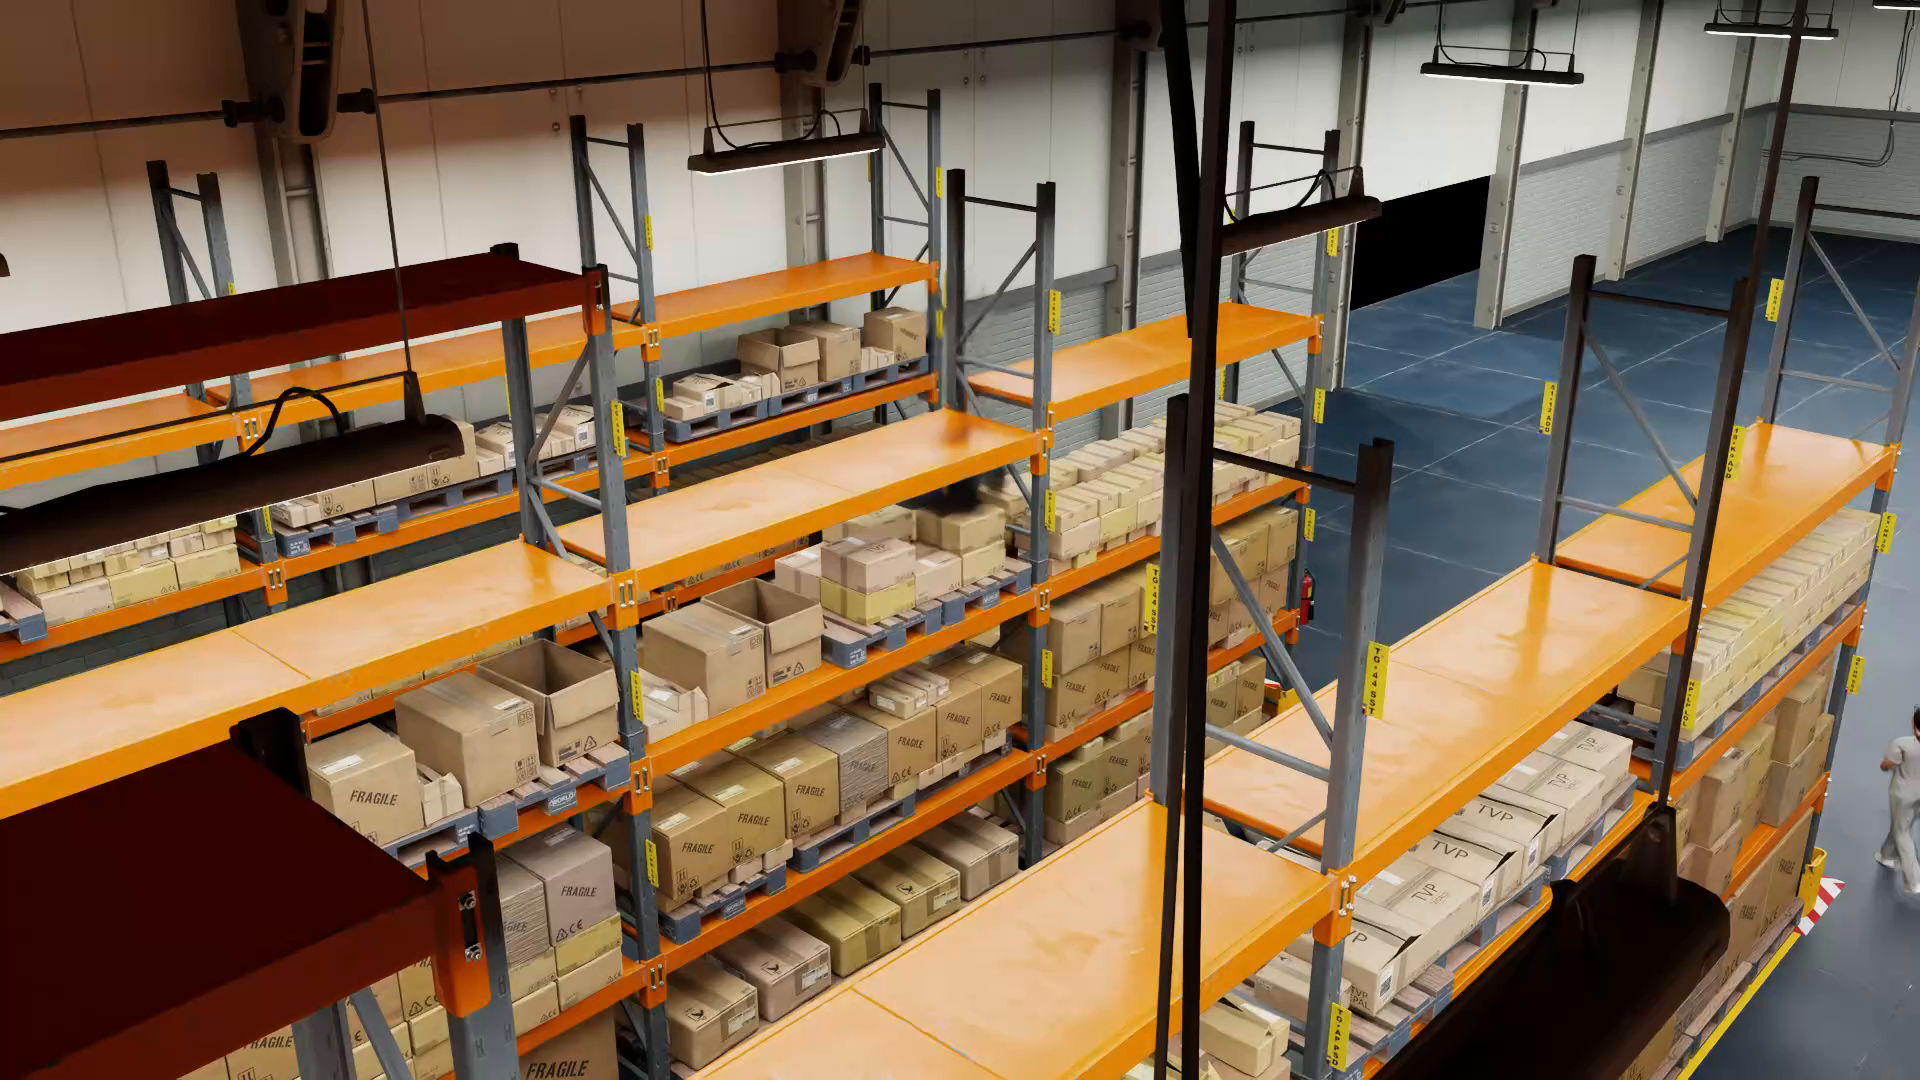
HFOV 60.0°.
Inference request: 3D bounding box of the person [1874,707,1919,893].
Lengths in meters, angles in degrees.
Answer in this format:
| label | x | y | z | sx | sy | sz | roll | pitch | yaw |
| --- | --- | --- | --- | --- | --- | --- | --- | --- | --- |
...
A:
| label | x | y | z | sx | sy | sz | roll | pitch | yaw |
| --- | --- | --- | --- | --- | --- | --- | --- | --- | --- |
| person | 8.043 | 2.189 | 14.068 | 0.579 | 1.684 | 0.931 | 1 | 21 | 3 |
